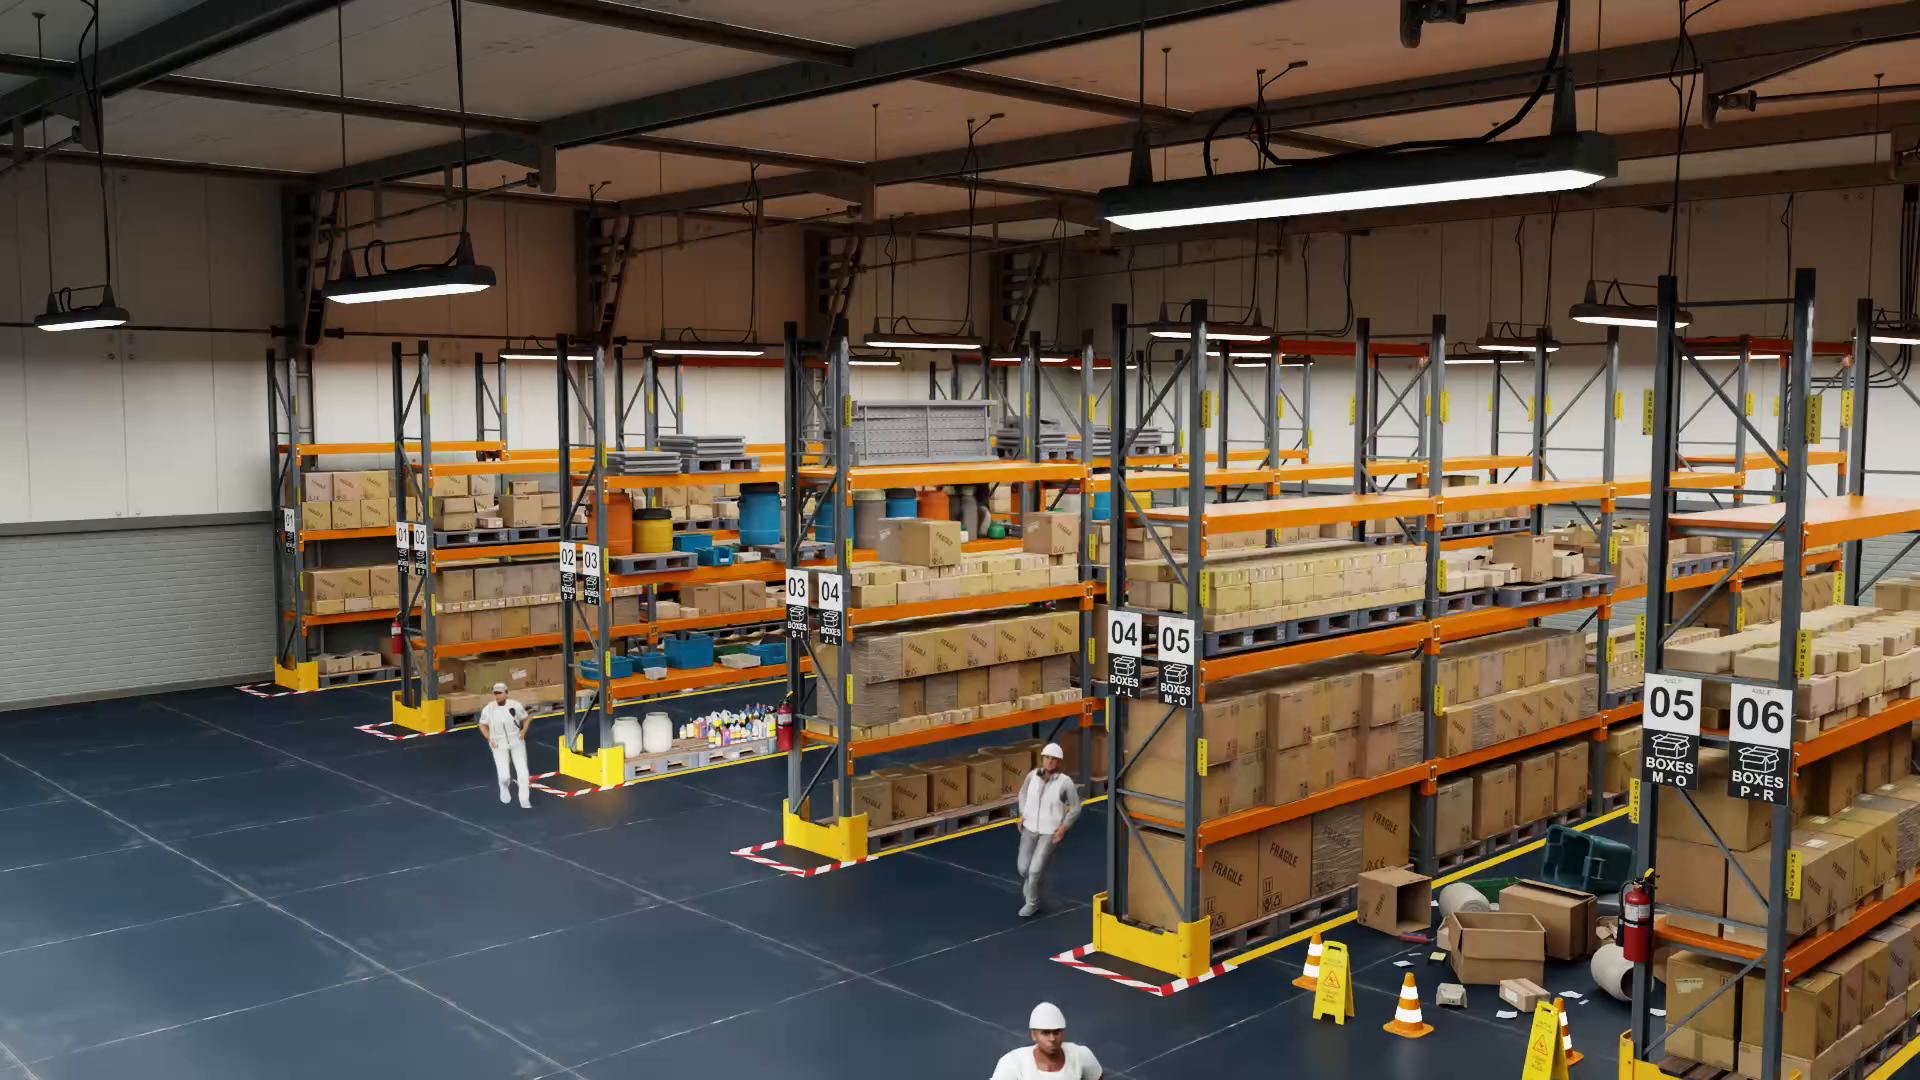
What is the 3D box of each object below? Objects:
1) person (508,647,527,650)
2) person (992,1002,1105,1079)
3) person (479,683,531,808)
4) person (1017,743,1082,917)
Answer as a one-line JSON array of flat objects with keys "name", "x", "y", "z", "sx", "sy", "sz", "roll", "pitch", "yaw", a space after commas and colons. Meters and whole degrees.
[{"name": "person", "x": -7.801, "y": 1.698, "z": 29.712, "sx": 0.686, "sy": 1.805, "sz": 0.846, "roll": 4, "pitch": 6, "yaw": 36}, {"name": "person", "x": 0.496, "y": 3.479, "z": 9.409, "sx": 0.700, "sy": 1.737, "sz": 0.633, "roll": 0, "pitch": 5, "yaw": -1}, {"name": "person", "x": -5.688, "y": 2.575, "z": 20.846, "sx": 0.611, "sy": 1.593, "sz": 0.527, "roll": -2, "pitch": 5, "yaw": -20}, {"name": "person", "x": 0.890, "y": 2.872, "z": 16.634, "sx": 0.697, "sy": 1.728, "sz": 0.591, "roll": 2, "pitch": 5, "yaw": 23}]
